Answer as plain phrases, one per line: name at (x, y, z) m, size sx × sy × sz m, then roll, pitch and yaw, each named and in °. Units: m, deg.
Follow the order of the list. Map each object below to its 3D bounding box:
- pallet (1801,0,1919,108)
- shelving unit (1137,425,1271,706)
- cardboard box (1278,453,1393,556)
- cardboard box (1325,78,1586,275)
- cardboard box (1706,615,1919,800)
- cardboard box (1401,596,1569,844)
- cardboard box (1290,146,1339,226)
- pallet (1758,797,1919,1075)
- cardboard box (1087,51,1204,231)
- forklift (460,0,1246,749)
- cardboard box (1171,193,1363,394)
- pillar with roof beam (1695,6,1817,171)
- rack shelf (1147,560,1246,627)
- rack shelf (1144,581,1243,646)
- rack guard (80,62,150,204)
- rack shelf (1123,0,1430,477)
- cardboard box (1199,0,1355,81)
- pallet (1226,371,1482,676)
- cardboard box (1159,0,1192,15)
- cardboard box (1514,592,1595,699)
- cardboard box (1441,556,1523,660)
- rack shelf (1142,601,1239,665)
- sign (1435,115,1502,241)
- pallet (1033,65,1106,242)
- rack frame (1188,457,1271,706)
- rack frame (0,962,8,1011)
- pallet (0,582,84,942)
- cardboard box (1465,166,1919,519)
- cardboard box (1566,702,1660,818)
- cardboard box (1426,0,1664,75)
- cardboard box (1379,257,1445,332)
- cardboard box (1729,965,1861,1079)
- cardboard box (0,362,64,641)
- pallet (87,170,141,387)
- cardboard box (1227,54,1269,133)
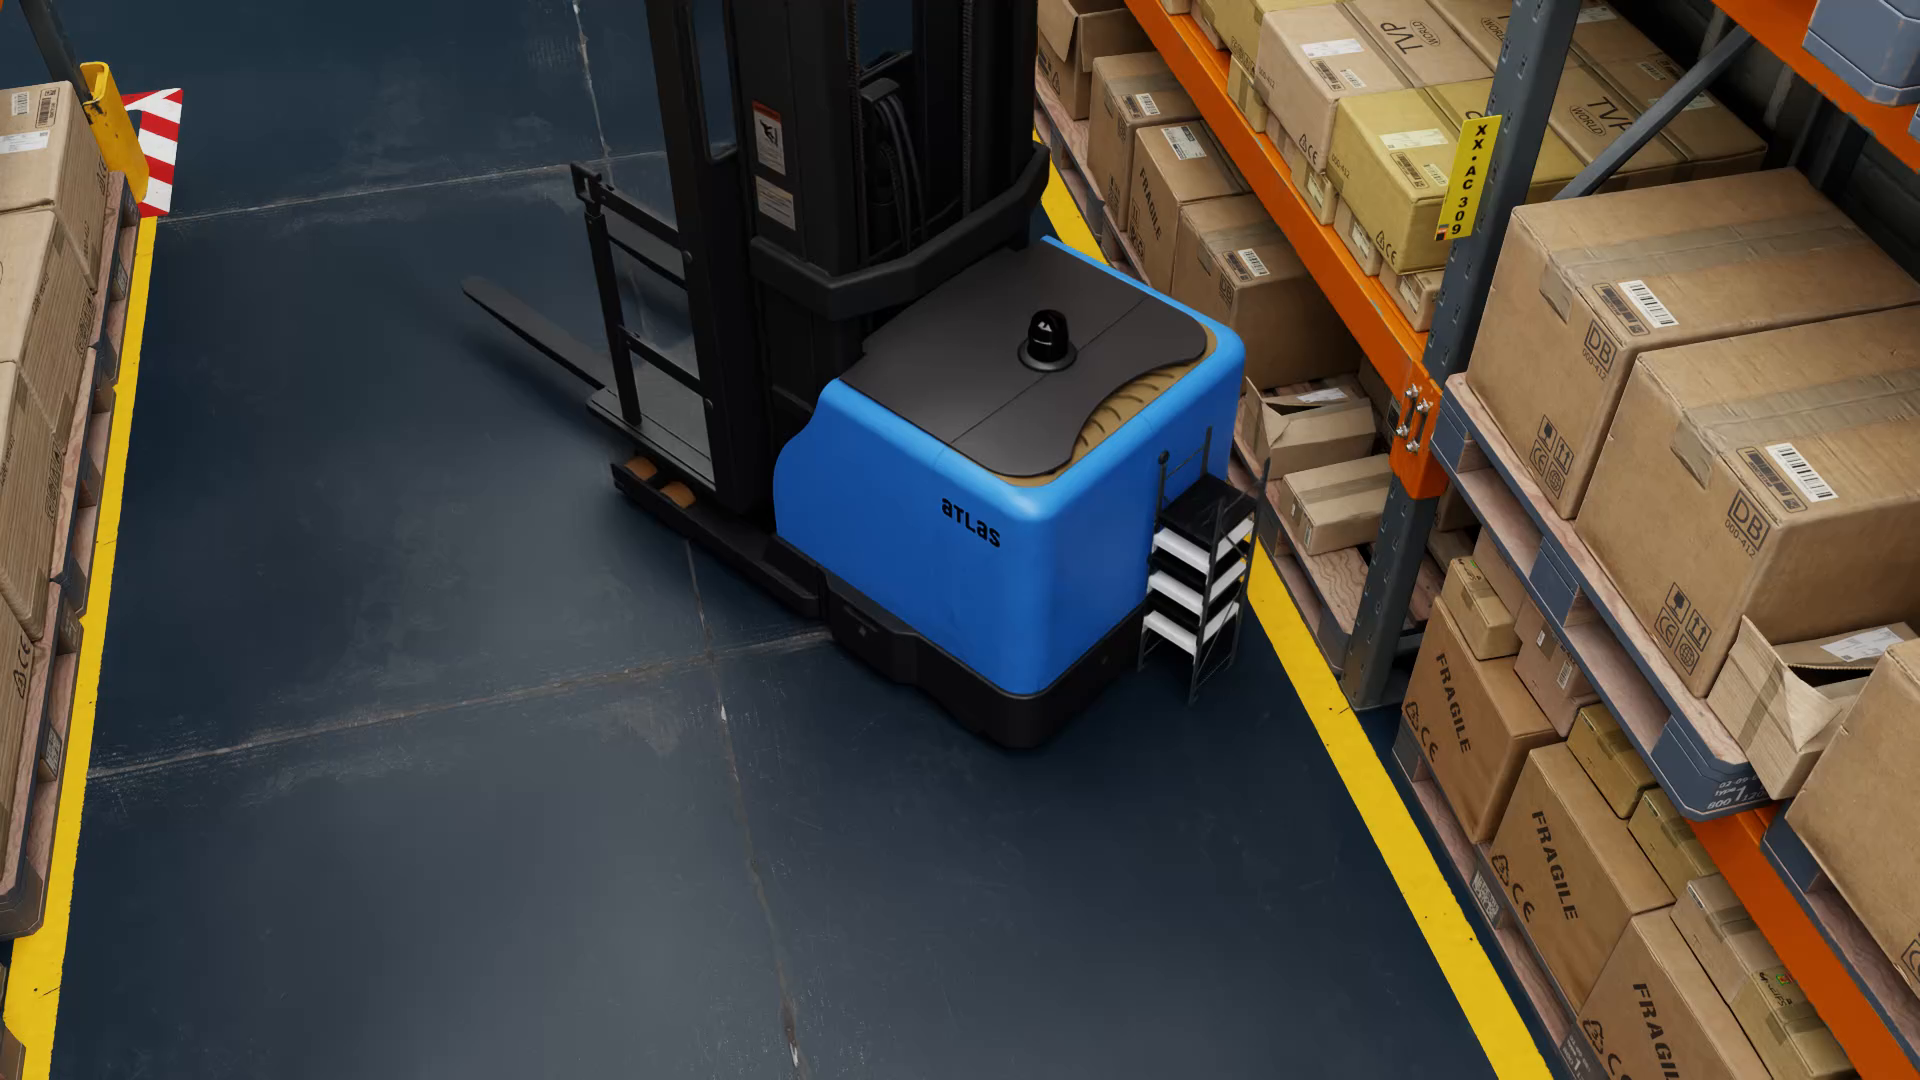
pallet at (1.804, -1.160, 2.818) m, size 1.213 × 0.211 × 1.003 m, roll -11°, pitch 47°, yaw -10°
shelving unit at (0.725, 0.096, 5.026) m, size 0.210 × 0.900 × 0.258 m, roll 33°, pitch 54°, yaw 28°
cardboard box at (1.278, -0.119, 5.469) m, size 0.380 × 0.149 × 0.250 m, roll -12°, pitch 47°, yaw -12°
cardboard box at (1.338, -0.998, 4.524) m, size 0.500 × 0.250 × 0.500 m, roll -10°, pitch 46°, yaw -9°
cardboard box at (1.689, 0.290, 3.165) m, size 0.396 × 0.266 × 0.258 m, roll -9°, pitch 46°, yaw -8°
cardboard box at (1.611, 0.464, 4.651) m, size 0.500 × 0.500 × 0.500 m, roll -9°, pitch 46°, yaw -9°
cardboard box at (1.201, -1.076, 4.880) m, size 0.380 × 0.149 × 0.250 m, roll -10°, pitch 46°, yaw -9°
pallet at (2.226, 0.848, 2.953) m, size 1.003 × 0.211 × 1.213 m, roll -11°, pitch 47°, yaw -10°
cardboard box at (0.927, -1.636, 6.709) m, size 0.700 × 0.500 × 0.500 m, roll -9°, pitch 46°, yaw -9°
forklift at (-0.582, -1.314, 4.986) m, size 3.031 × 2.935 × 1.130 m, roll 33°, pitch 54°, yaw 28°
cardboard box at (1.192, -0.919, 6.007) m, size 0.700 × 0.500 × 0.500 m, roll -12°, pitch 47°, yaw -12°
pillar with roof beam at (-1.764, -2.597, 1.995) m, size 9.100 × 9.000 × 0.400 m, roll -11°, pitch 47°, yaw -10°
rack shelf at (0.725, 0.119, 5.050) m, size 0.200 × 0.077 × 0.258 m, roll 33°, pitch 54°, yaw 28°
rack shelf at (0.725, 0.182, 5.114) m, size 0.200 × 0.077 × 0.258 m, roll 33°, pitch 54°, yaw 28°
rack guard at (-4.123, -1.632, 7.000) m, size 1.175 × 0.500 × 0.348 m, roll -11°, pitch 47°, yaw -10°
rack shelf at (1.192, -1.768, 5.886) m, size 1.077 × 0.370 × 4.000 m, roll -11°, pitch 47°, yaw -10°
cardboard box at (1.081, -1.688, 5.200) m, size 0.500 × 0.250 × 0.500 m, roll -11°, pitch 47°, yaw -11°
pallet at (1.530, -0.137, 5.737) m, size 1.003 × 0.211 × 1.213 m, roll -11°, pitch 47°, yaw -10°
cardboard box at (0.868, -1.959, 5.746) m, size 0.380 × 0.149 × 0.250 m, roll -10°, pitch 46°, yaw -9°
cardboard box at (1.652, 0.225, 4.223) m, size 0.380 × 0.149 × 0.250 m, roll -13°, pitch 47°, yaw -12°
cardboard box at (1.539, 0.158, 4.497) m, size 0.380 × 0.149 × 0.250 m, roll -9°, pitch 46°, yaw -8°
rack shelf at (0.725, 0.245, 5.179) m, size 0.200 × 0.077 × 0.258 m, roll 33°, pitch 54°, yaw 28°
sign at (1.182, -0.838, 3.865) m, size 0.100 × 0.325 × 0.005 m, roll -11°, pitch 47°, yaw -10°
pallet at (0.905, -1.822, 7.388) m, size 1.003 × 0.211 × 1.213 m, roll -11°, pitch 47°, yaw -10°
rack frame at (0.800, 0.144, 4.979) m, size 0.006 × 0.900 × 0.240 m, roll 33°, pitch 54°, yaw 28°
rack frame at (-3.093, 0.271, 3.384) m, size 1.000 × 3.000 × 0.127 m, roll -11°, pitch 47°, yaw -10°
pallet at (-3.212, 0.708, 4.909) m, size 1.003 × 0.211 × 1.213 m, roll -11°, pitch 47°, yaw -10°
cardboard box at (1.612, -0.446, 3.723) m, size 0.700 × 0.500 × 0.500 m, roll -10°, pitch 46°, yaw -9°
cardboard box at (1.762, 0.510, 4.152) m, size 0.380 × 0.149 × 0.250 m, roll -13°, pitch 47°, yaw -12°
cardboard box at (1.704, -1.427, 4.945) m, size 0.500 × 0.250 × 0.500 m, roll -11°, pitch 47°, yaw -11°
cardboard box at (1.379, -0.725, 4.536) m, size 0.380 × 0.149 × 0.250 m, roll -10°, pitch 46°, yaw -10°
cardboard box at (1.934, 1.048, 3.625) m, size 0.380 × 0.149 × 0.250 m, roll -9°, pitch 46°, yaw -9°
cardboard box at (-3.380, -0.050, 5.199) m, size 0.875 × 0.438 × 0.875 m, roll -12°, pitch 47°, yaw -11°
pallet at (-3.836, -0.977, 6.560) m, size 1.003 × 0.211 × 1.213 m, roll -11°, pitch 47°, yaw -10°
cardboard box at (1.068, -1.433, 5.230) m, size 0.380 × 0.149 × 0.250 m, roll -11°, pitch 47°, yaw -11°
